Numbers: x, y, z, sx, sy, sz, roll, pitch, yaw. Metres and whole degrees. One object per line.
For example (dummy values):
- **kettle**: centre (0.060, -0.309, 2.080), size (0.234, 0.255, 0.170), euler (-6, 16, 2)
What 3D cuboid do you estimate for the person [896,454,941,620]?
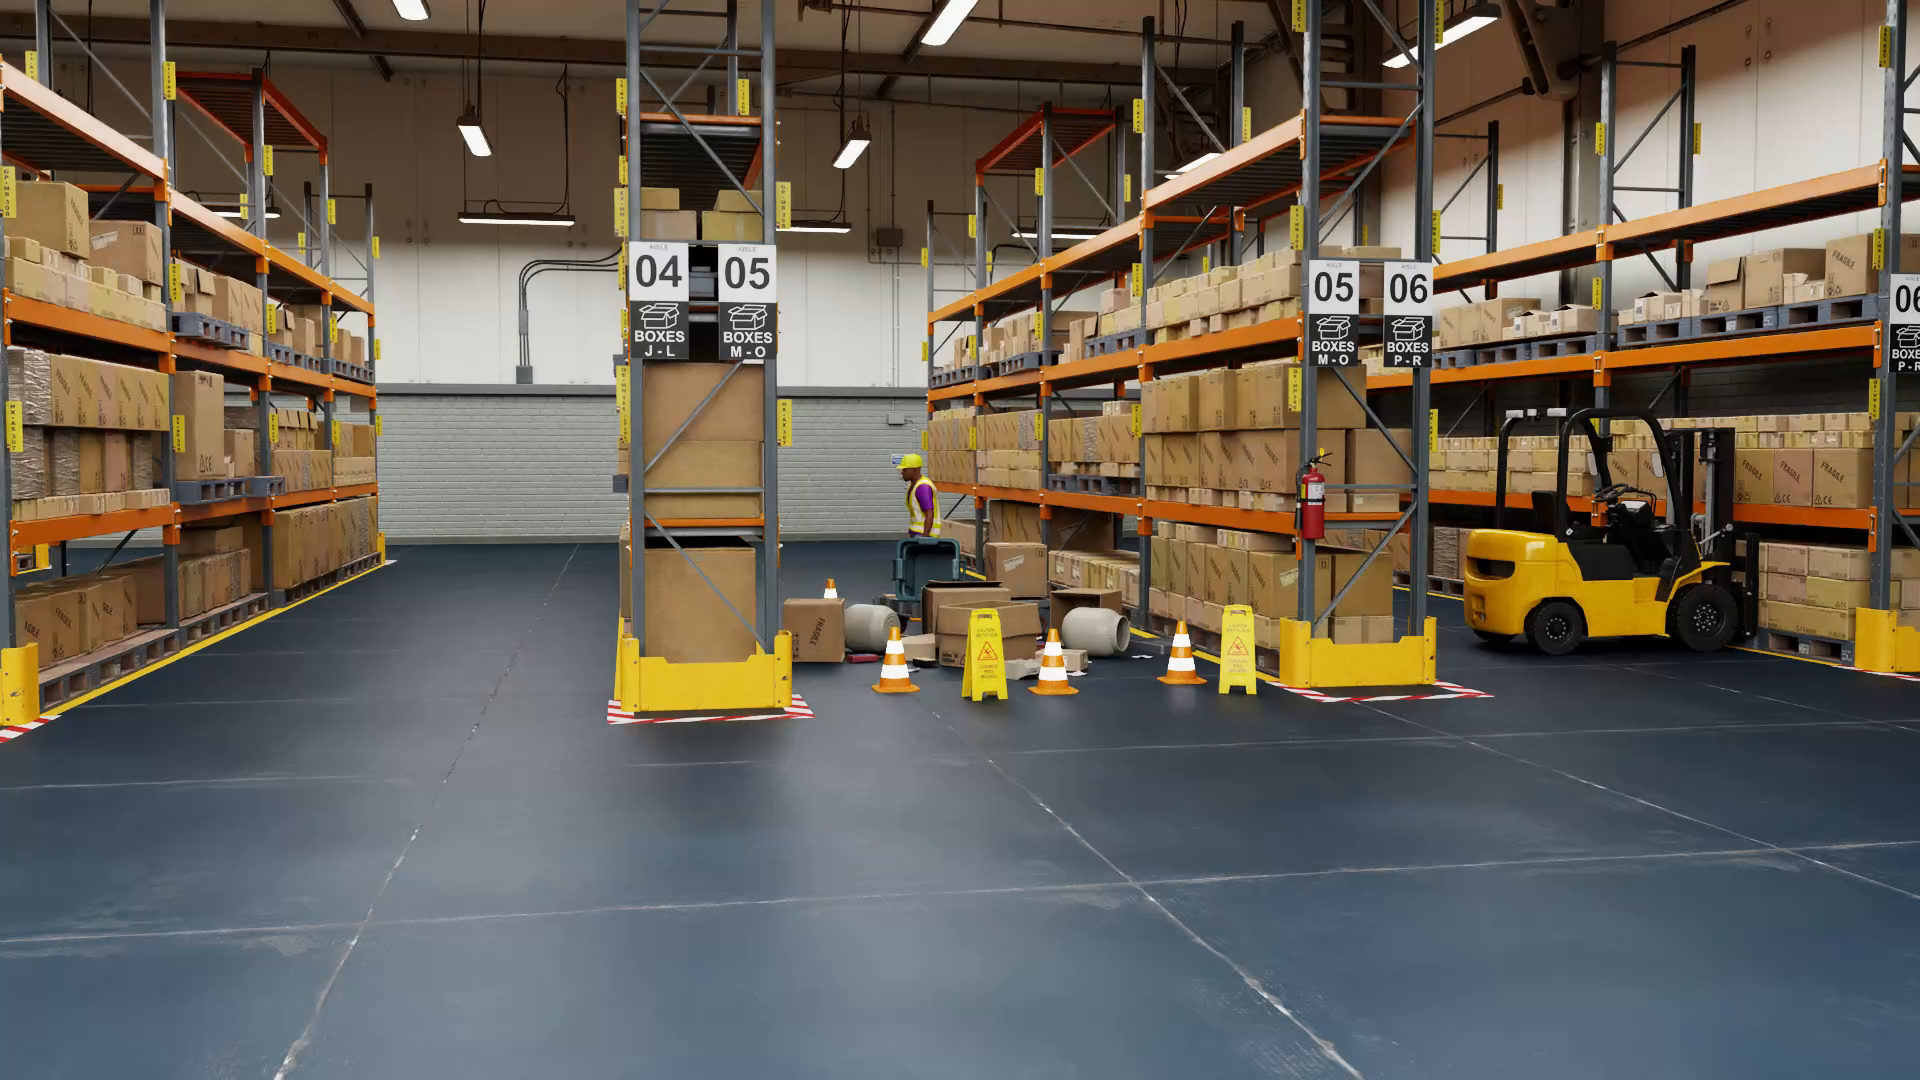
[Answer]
- **person**: centre (-0.454, -0.016, 17.731), size (0.471, 1.805, 0.632), euler (-1, 3, -15)
